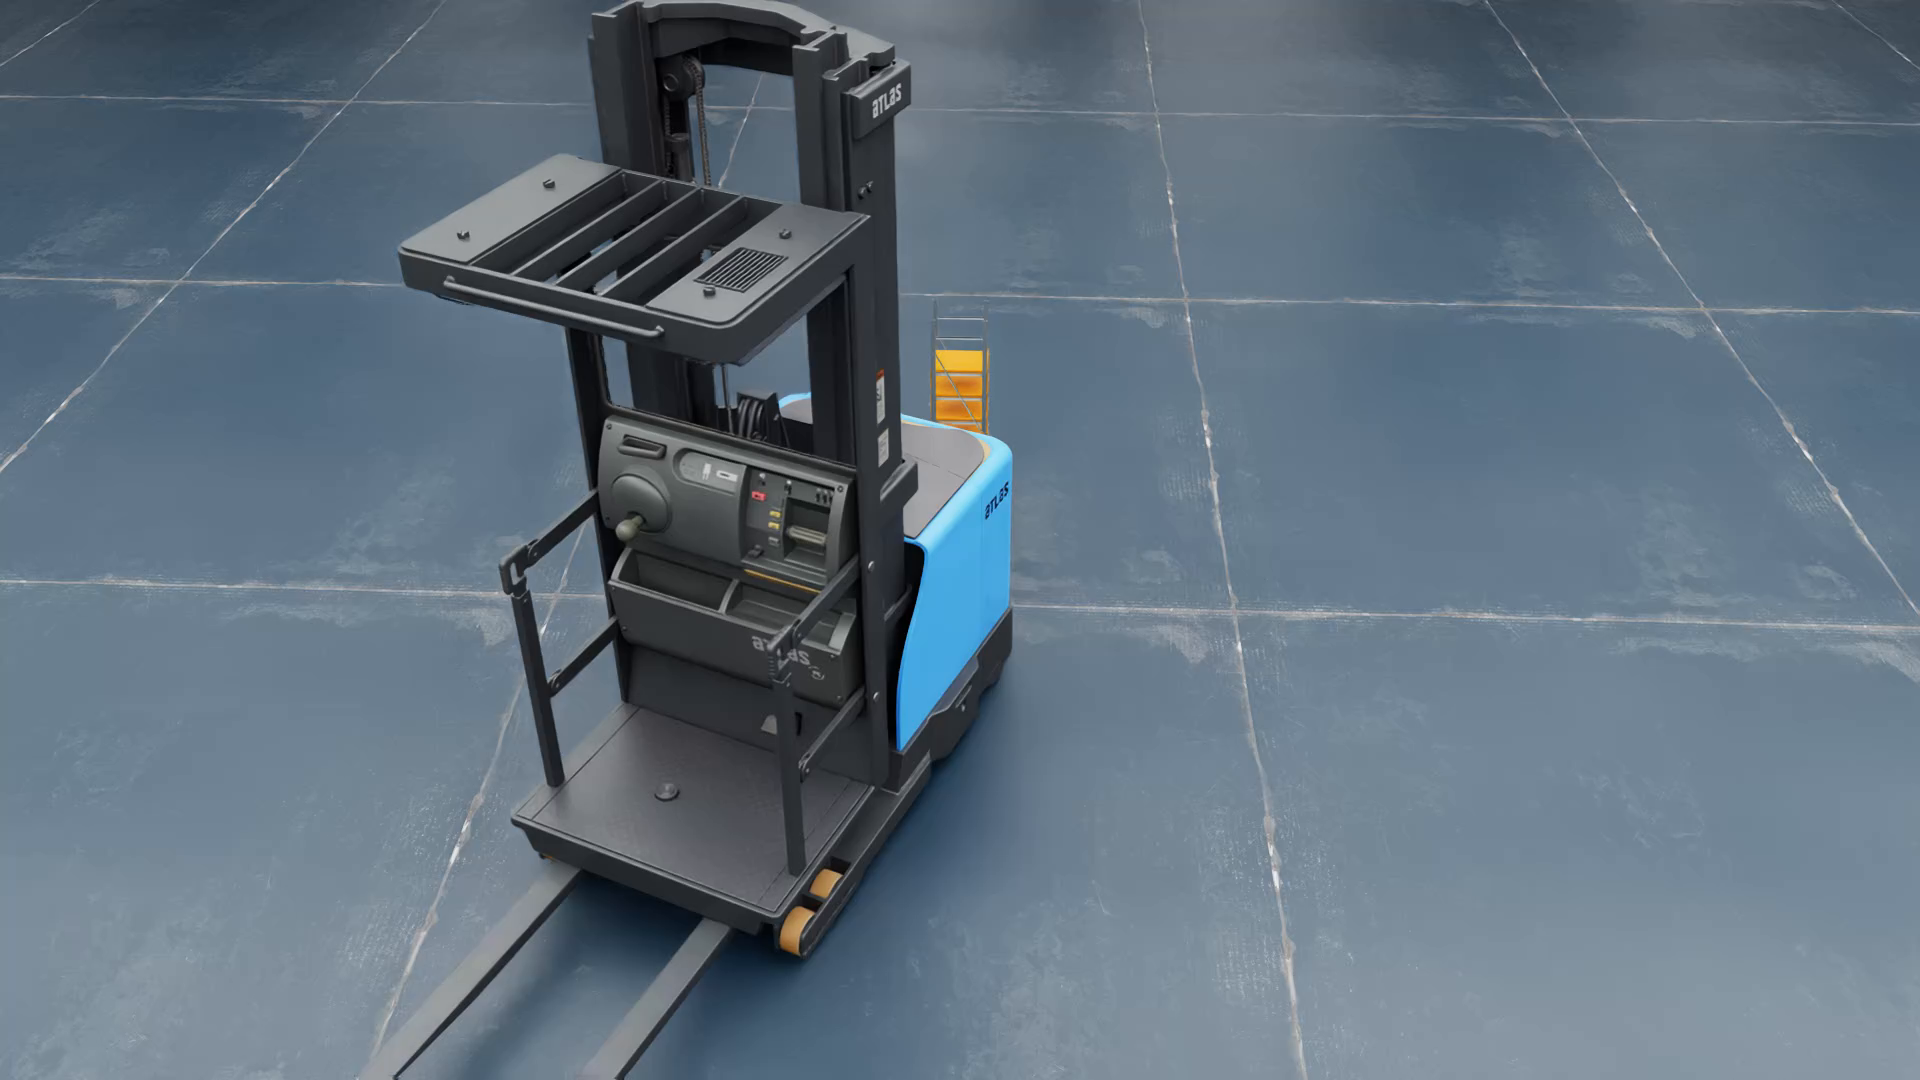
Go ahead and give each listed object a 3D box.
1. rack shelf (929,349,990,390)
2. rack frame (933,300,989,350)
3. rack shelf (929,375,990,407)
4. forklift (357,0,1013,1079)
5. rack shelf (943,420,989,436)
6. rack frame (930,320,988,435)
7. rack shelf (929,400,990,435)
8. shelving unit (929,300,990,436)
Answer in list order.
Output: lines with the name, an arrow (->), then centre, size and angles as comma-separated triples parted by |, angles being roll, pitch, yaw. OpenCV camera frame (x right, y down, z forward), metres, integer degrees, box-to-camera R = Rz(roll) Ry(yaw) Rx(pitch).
rack shelf -> -0.001, -0.741, 7.212 | 0.258, 0.103, 0.180 | 1, 35, 2
rack frame -> 0.003, -0.535, 7.468 | 0.240, 1.200, 0.006 | 1, 35, 2
rack shelf -> -0.001, -0.643, 7.281 | 0.258, 0.103, 0.180 | 1, 35, 2
forklift -> -0.874, -0.061, 5.288 | 1.130, 2.935, 3.031 | 15, 38, 21
rack shelf -> -0.001, -0.446, 7.419 | 0.258, 0.103, 0.180 | 1, 35, 2
rack frame -> -0.004, -0.430, 7.318 | 0.240, 1.200, 0.006 | 1, 35, 2
rack shelf -> -0.001, -0.544, 7.350 | 0.258, 0.103, 0.180 | 1, 35, 2
shelving unit -> -0.001, -0.483, 7.393 | 0.258, 1.200, 0.189 | 1, 35, 2
